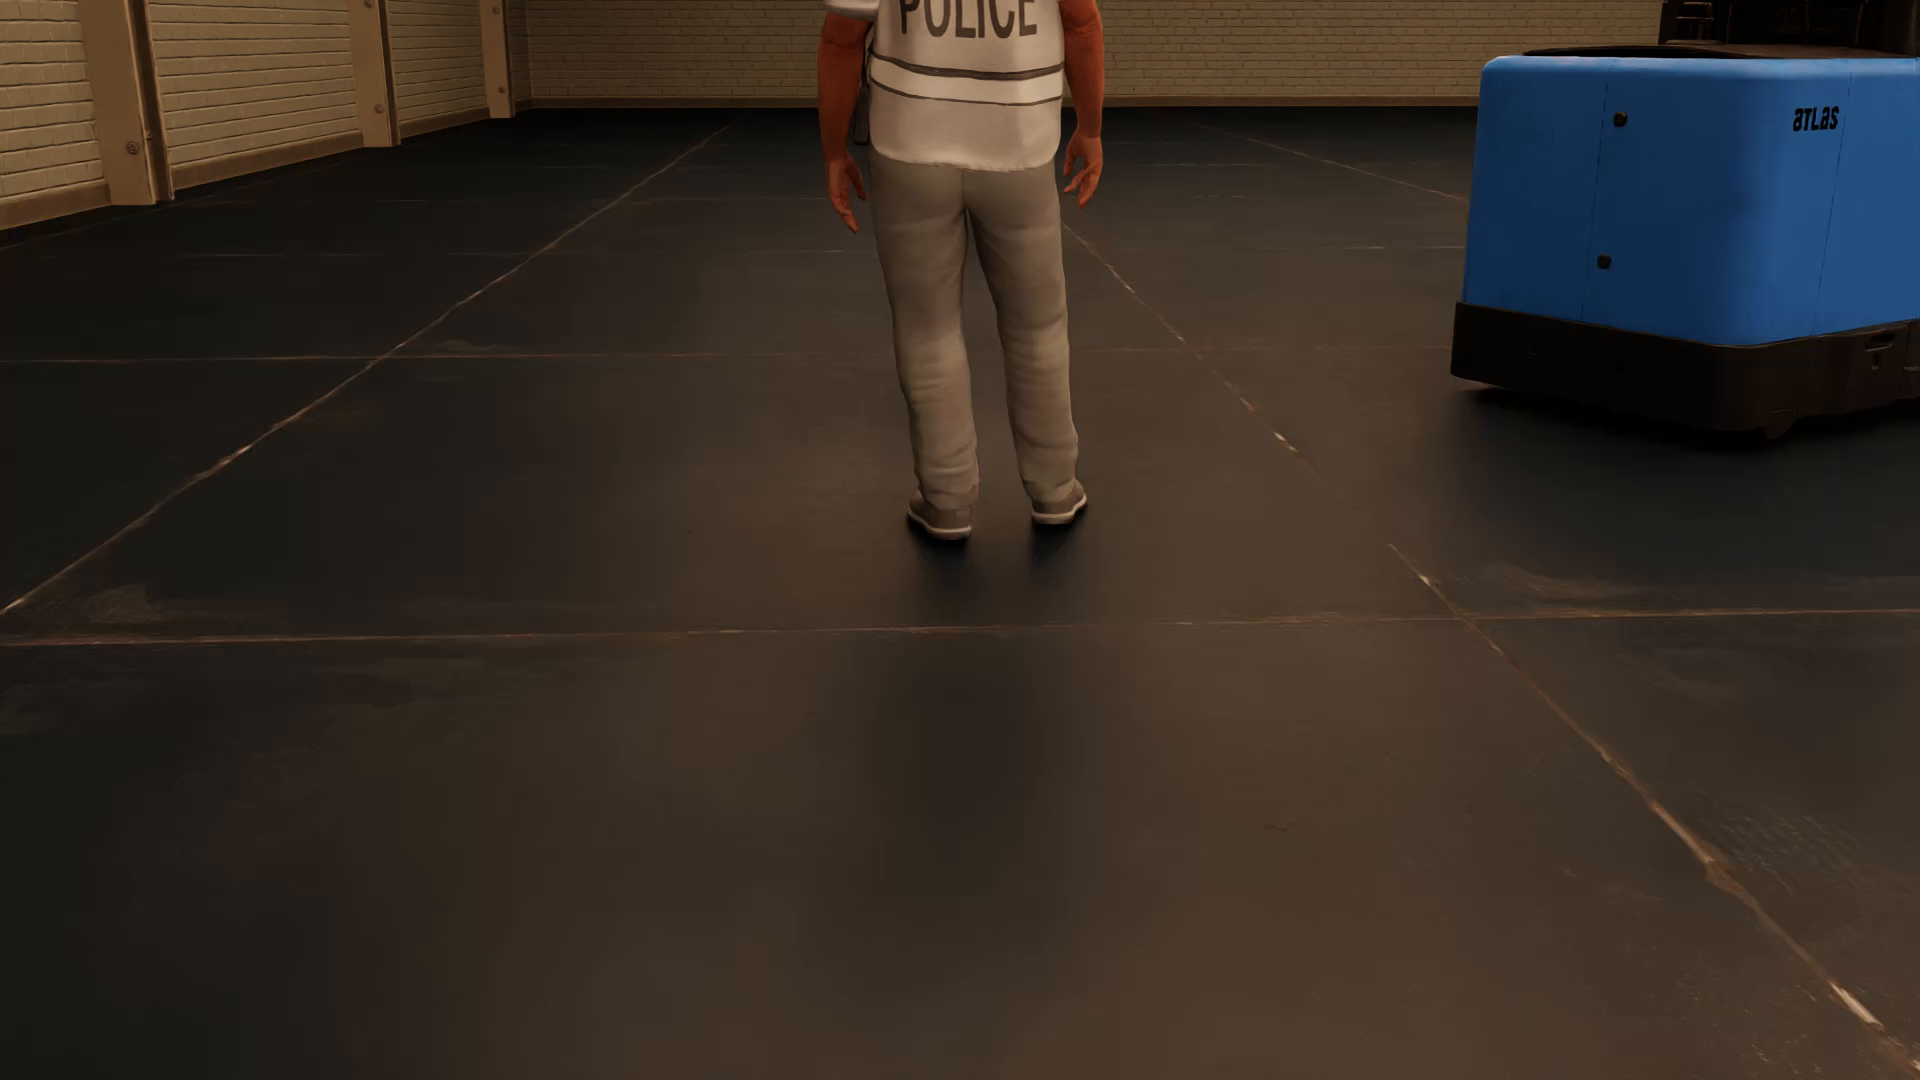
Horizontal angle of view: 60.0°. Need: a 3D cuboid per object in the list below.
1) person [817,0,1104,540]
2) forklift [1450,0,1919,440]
[{"bbox_3d":[0.008,-0.882,3.730,0.640,1.781,0.575,-1,17,-3],"label":"person"},{"bbox_3d":[3.122,-1.996,5.431,3.031,2.935,1.130,-11,20,-31],"label":"forklift"}]
